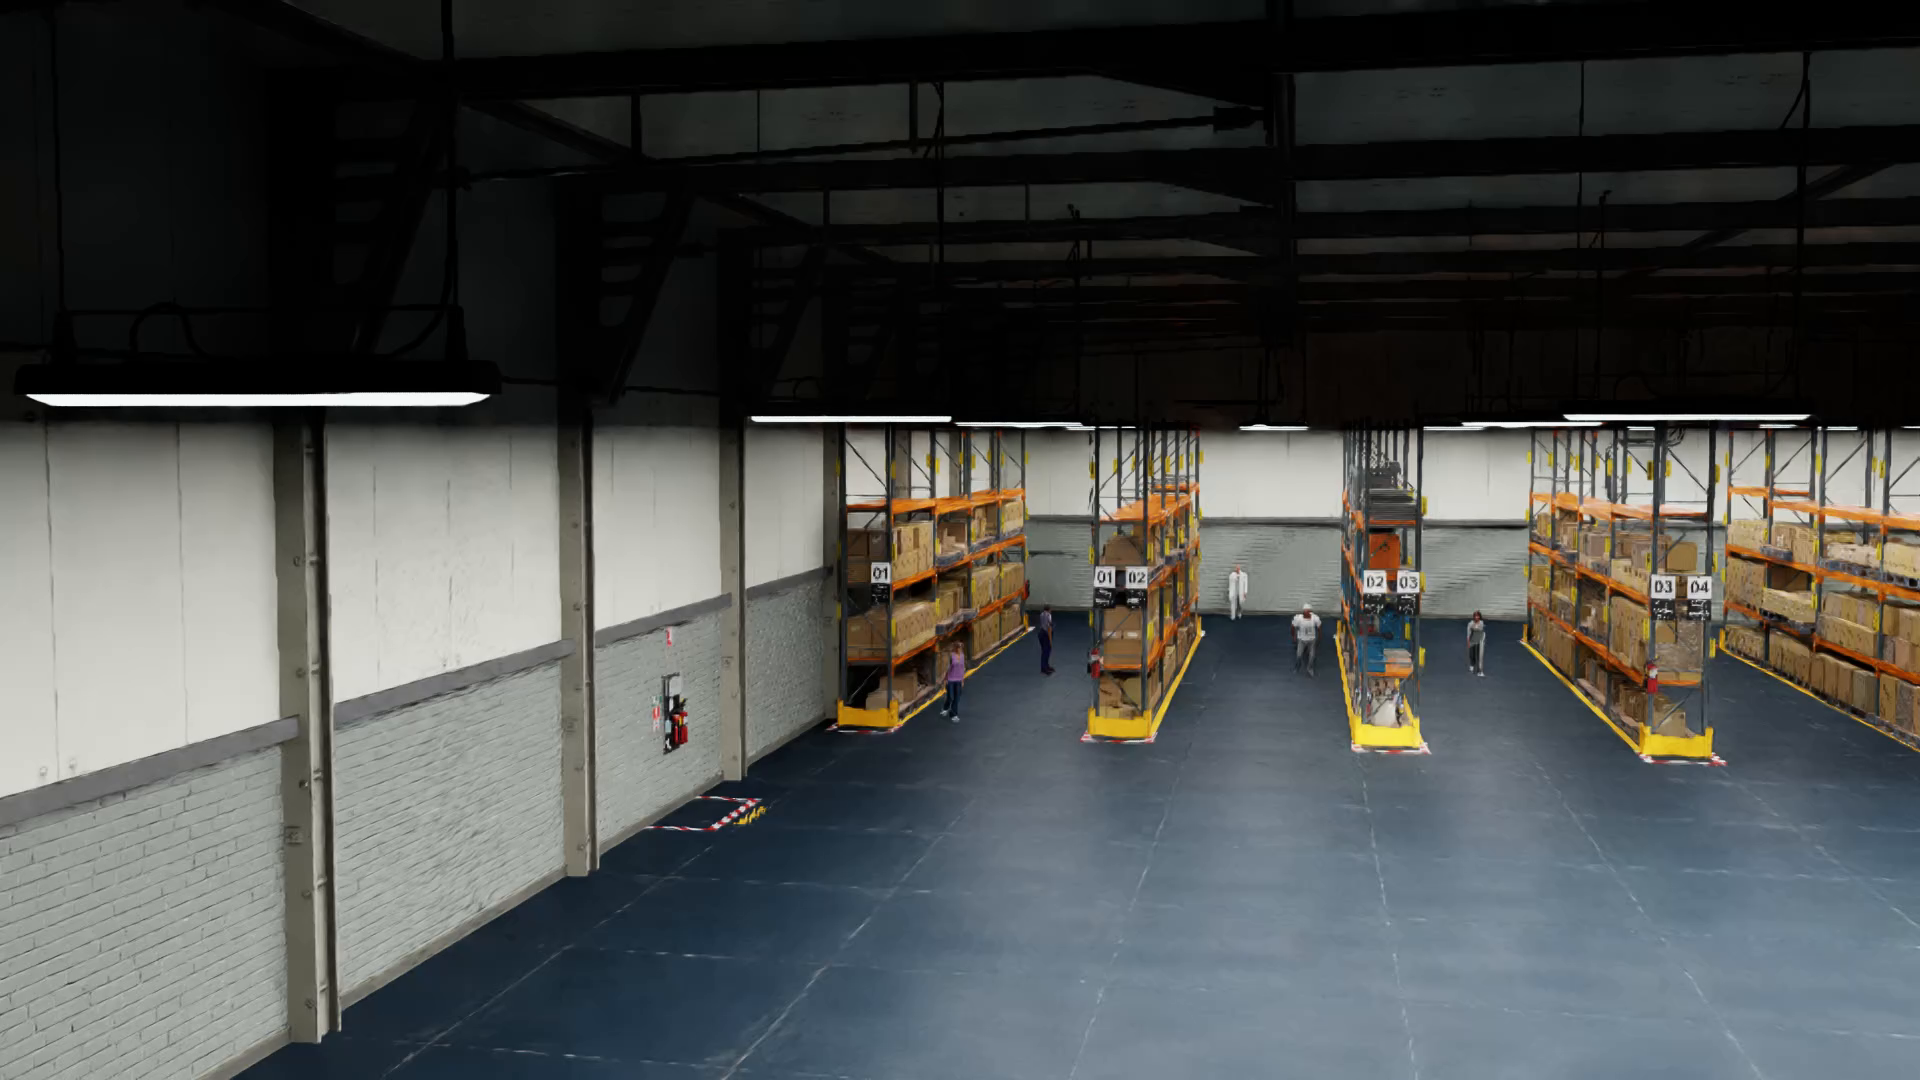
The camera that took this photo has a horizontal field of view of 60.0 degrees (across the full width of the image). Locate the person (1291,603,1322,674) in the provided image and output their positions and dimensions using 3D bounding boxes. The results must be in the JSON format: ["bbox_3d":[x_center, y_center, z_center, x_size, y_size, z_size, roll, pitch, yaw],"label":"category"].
[{"bbox_3d":[8.161,2.331,39.207,0.719,1.714,0.578,1,4,10],"label":"person"}]

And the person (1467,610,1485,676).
[{"bbox_3d":[12.165,2.406,39.220,0.417,1.517,1.036,1,4,15],"label":"person"}]

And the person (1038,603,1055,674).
[{"bbox_3d":[2.096,2.321,39.559,0.445,1.657,0.578,-1,4,-15],"label":"person"}]

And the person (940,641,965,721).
[{"bbox_3d":[-0.136,2.788,33.052,0.471,1.591,0.491,-2,4,-27],"label":"person"}]

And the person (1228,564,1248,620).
[{"bbox_3d":[8.475,1.568,50.696,0.588,1.700,1.193,1,4,9],"label":"person"}]
